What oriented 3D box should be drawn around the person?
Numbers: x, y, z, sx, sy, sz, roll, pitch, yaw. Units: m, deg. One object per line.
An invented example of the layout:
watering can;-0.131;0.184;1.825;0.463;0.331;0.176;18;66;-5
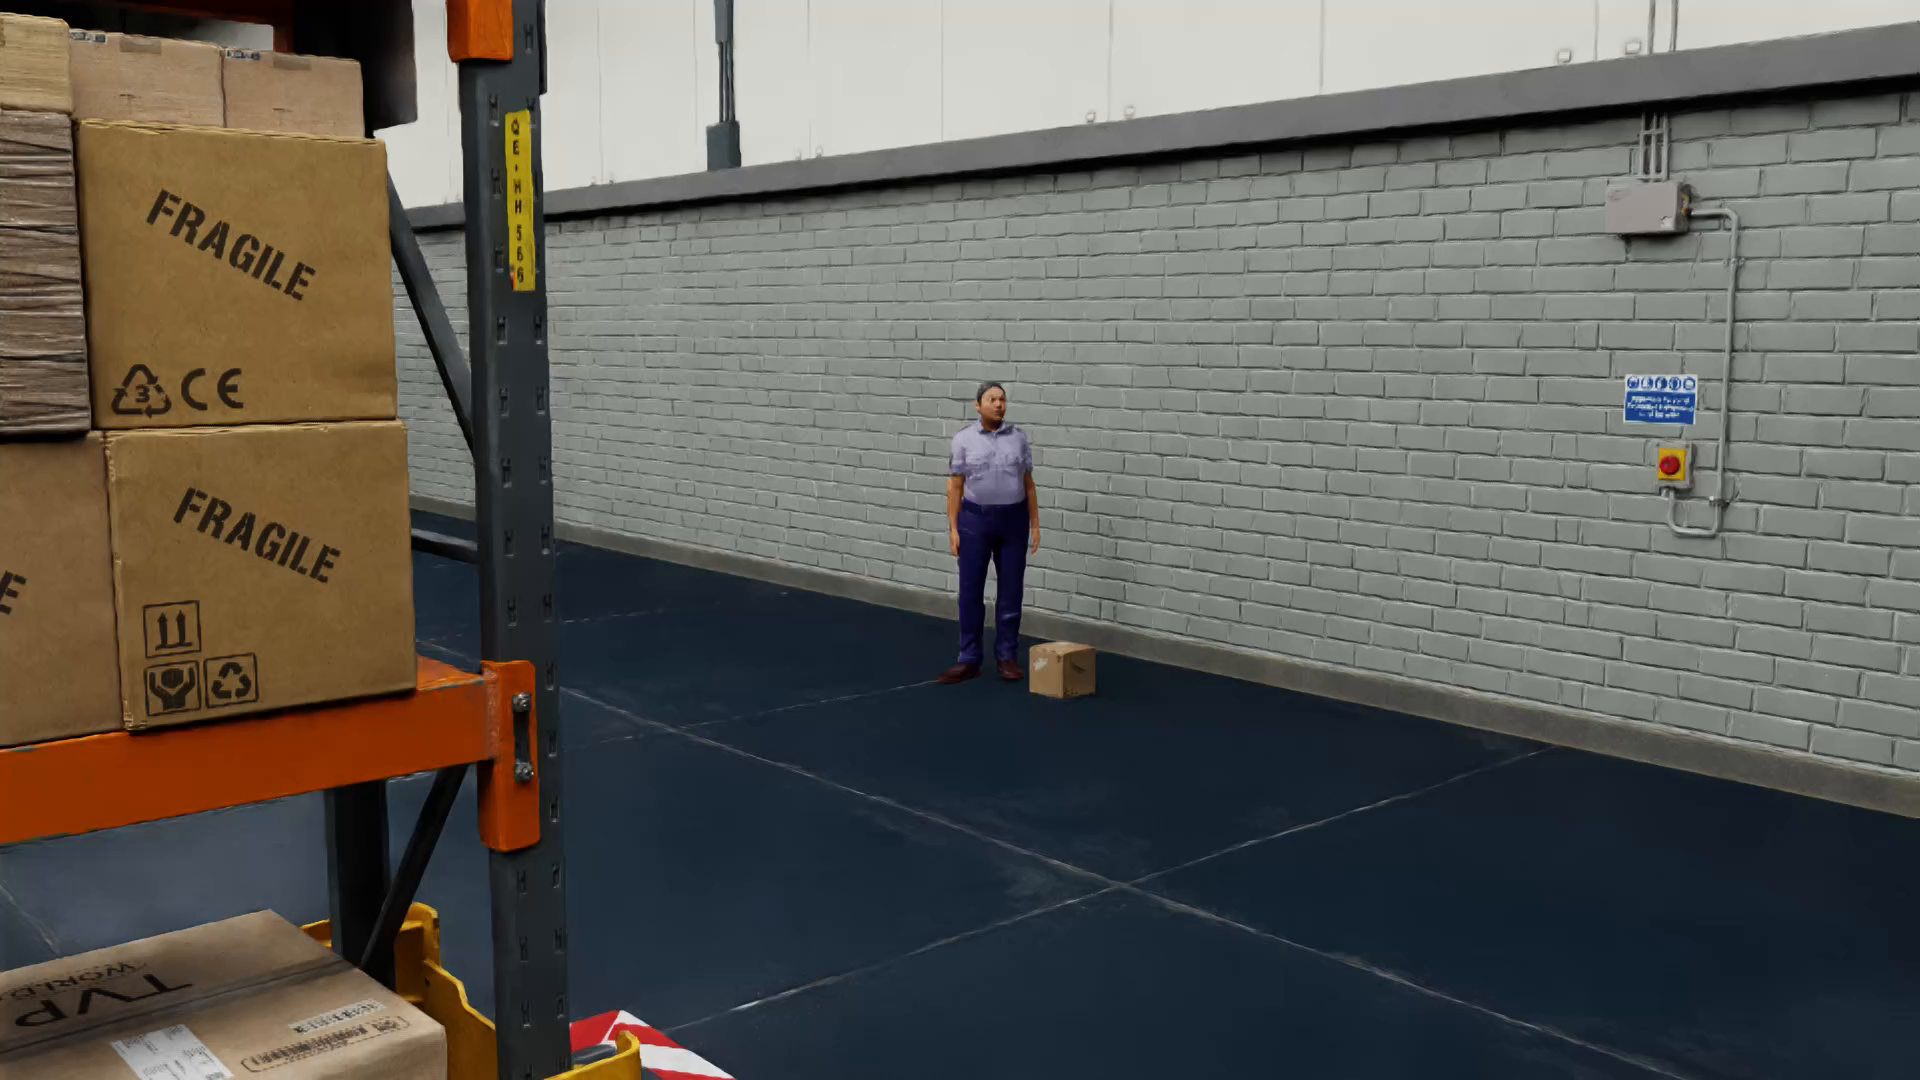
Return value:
person;0.150;-0.051;9.195;0.599;1.656;0.341;-2;8;-13
